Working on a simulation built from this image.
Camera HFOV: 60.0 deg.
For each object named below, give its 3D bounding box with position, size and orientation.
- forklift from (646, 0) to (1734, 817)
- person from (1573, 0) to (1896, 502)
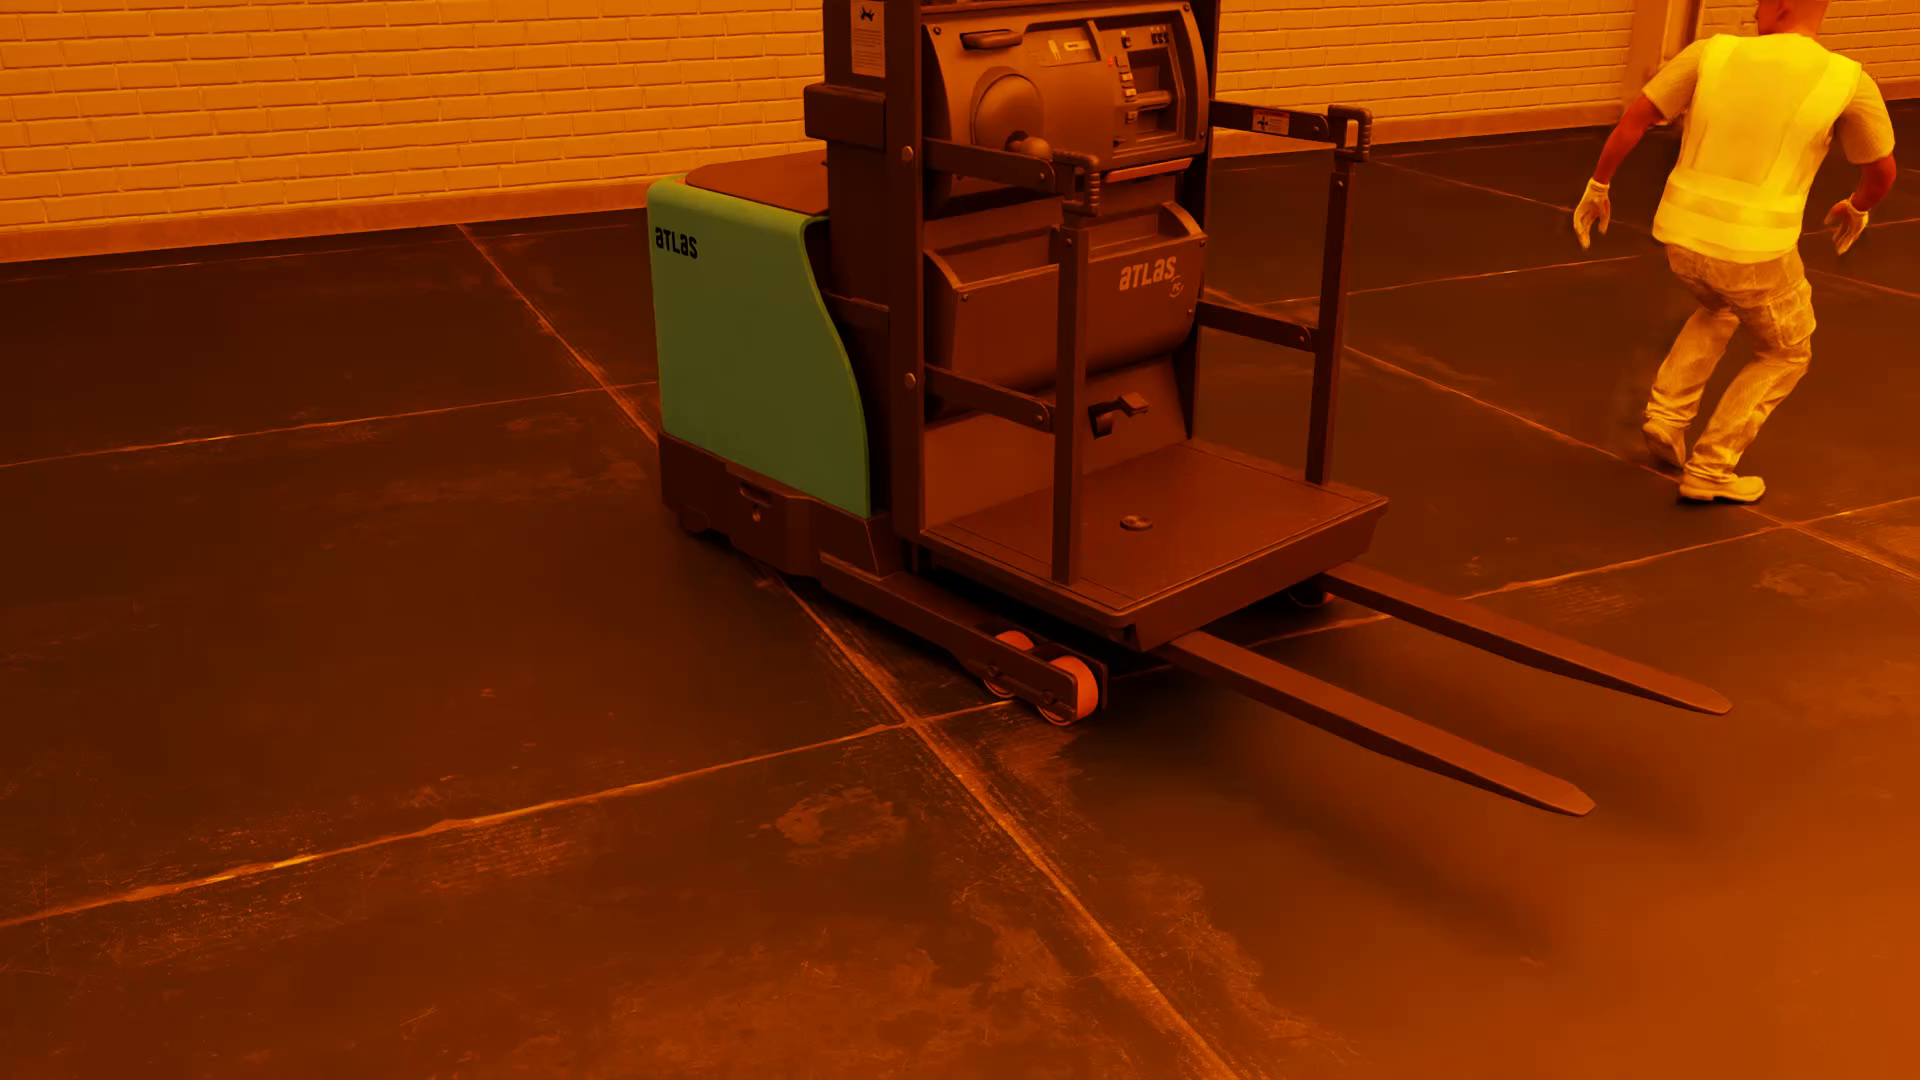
[{"bbox_3d":[0.433,-1.126,3.996,1.130,2.935,3.031,-19,29,-39],"label":"forklift"},{"bbox_3d":[2.442,-0.952,5.212,0.758,1.725,0.740,-15,27,-32],"label":"person"}]
